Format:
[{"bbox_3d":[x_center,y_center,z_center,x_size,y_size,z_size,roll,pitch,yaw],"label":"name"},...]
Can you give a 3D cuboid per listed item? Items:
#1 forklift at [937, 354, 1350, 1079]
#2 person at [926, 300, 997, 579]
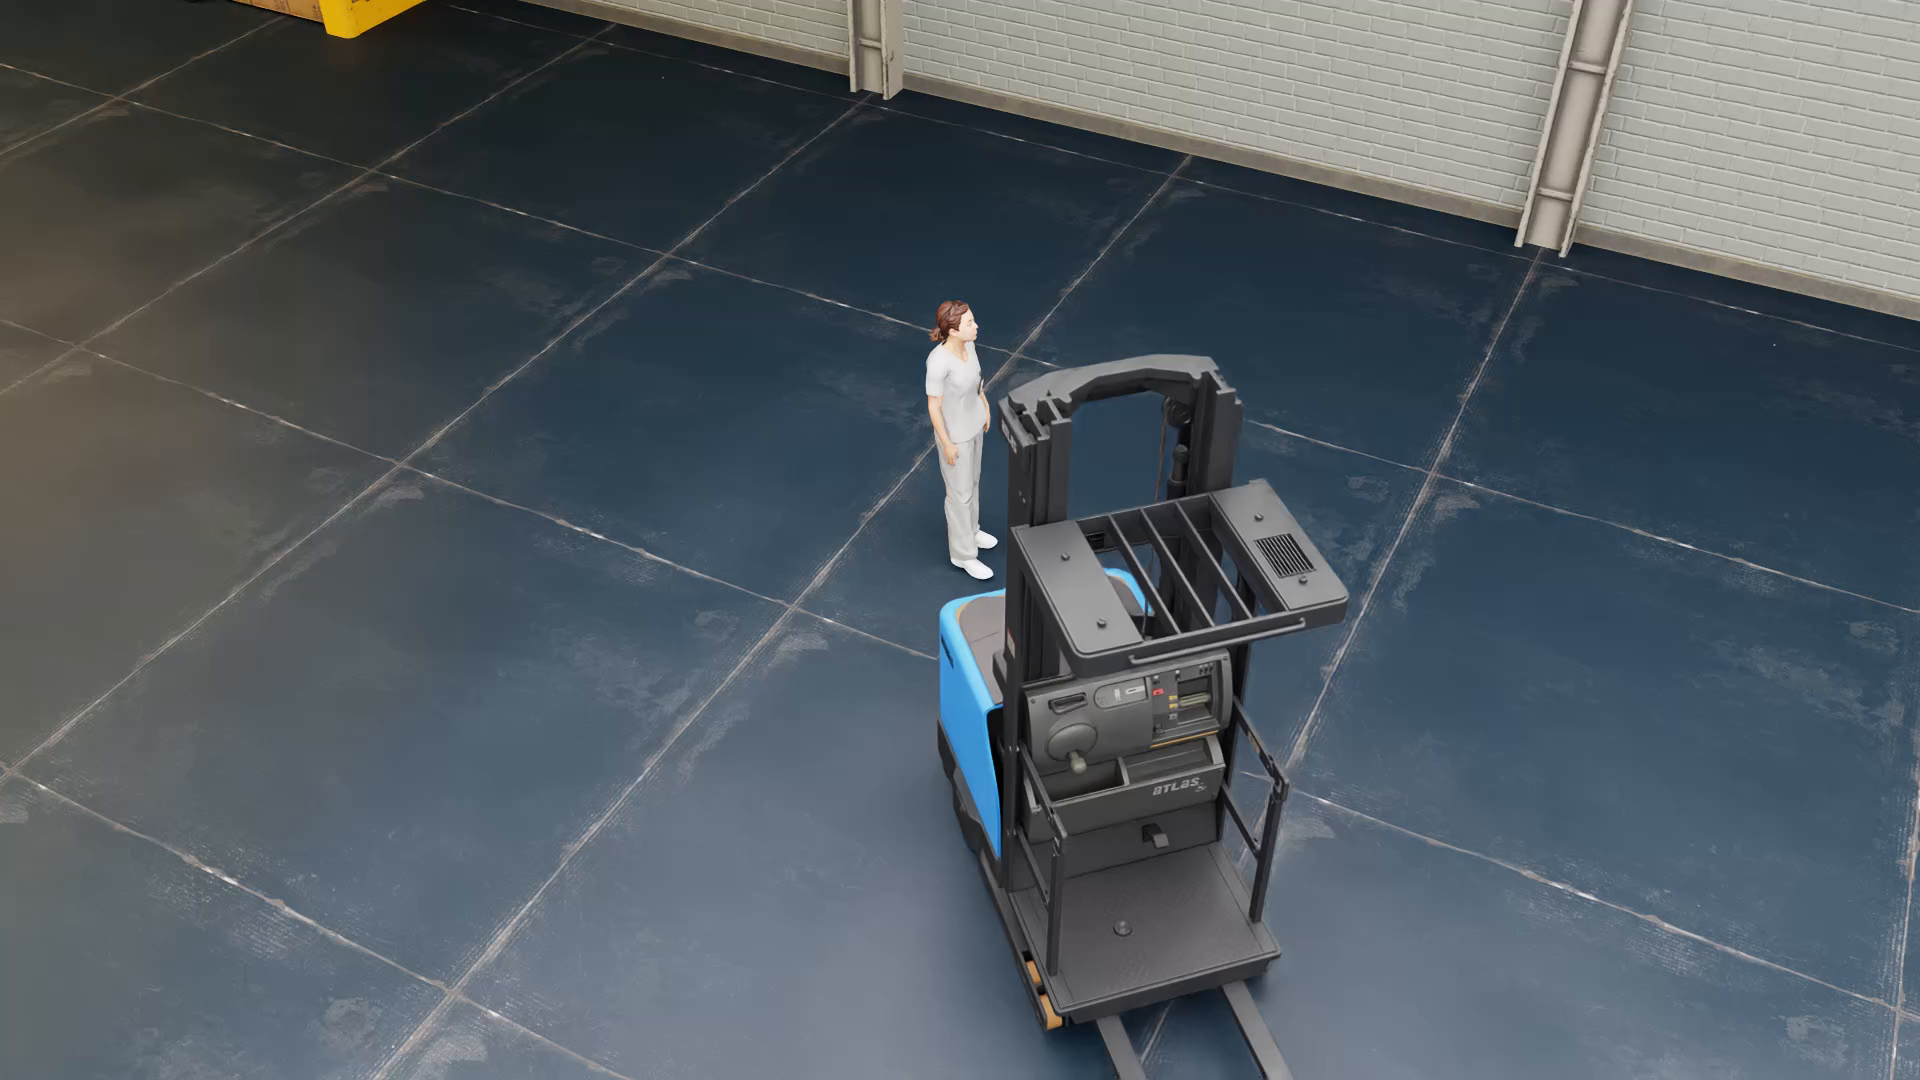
[{"bbox_3d":[0.802,0.822,7.010,1.130,2.935,3.031,-11,41,-13],"label":"forklift"},{"bbox_3d":[0.060,-0.617,9.682,0.548,1.673,0.550,18,43,21],"label":"person"}]
